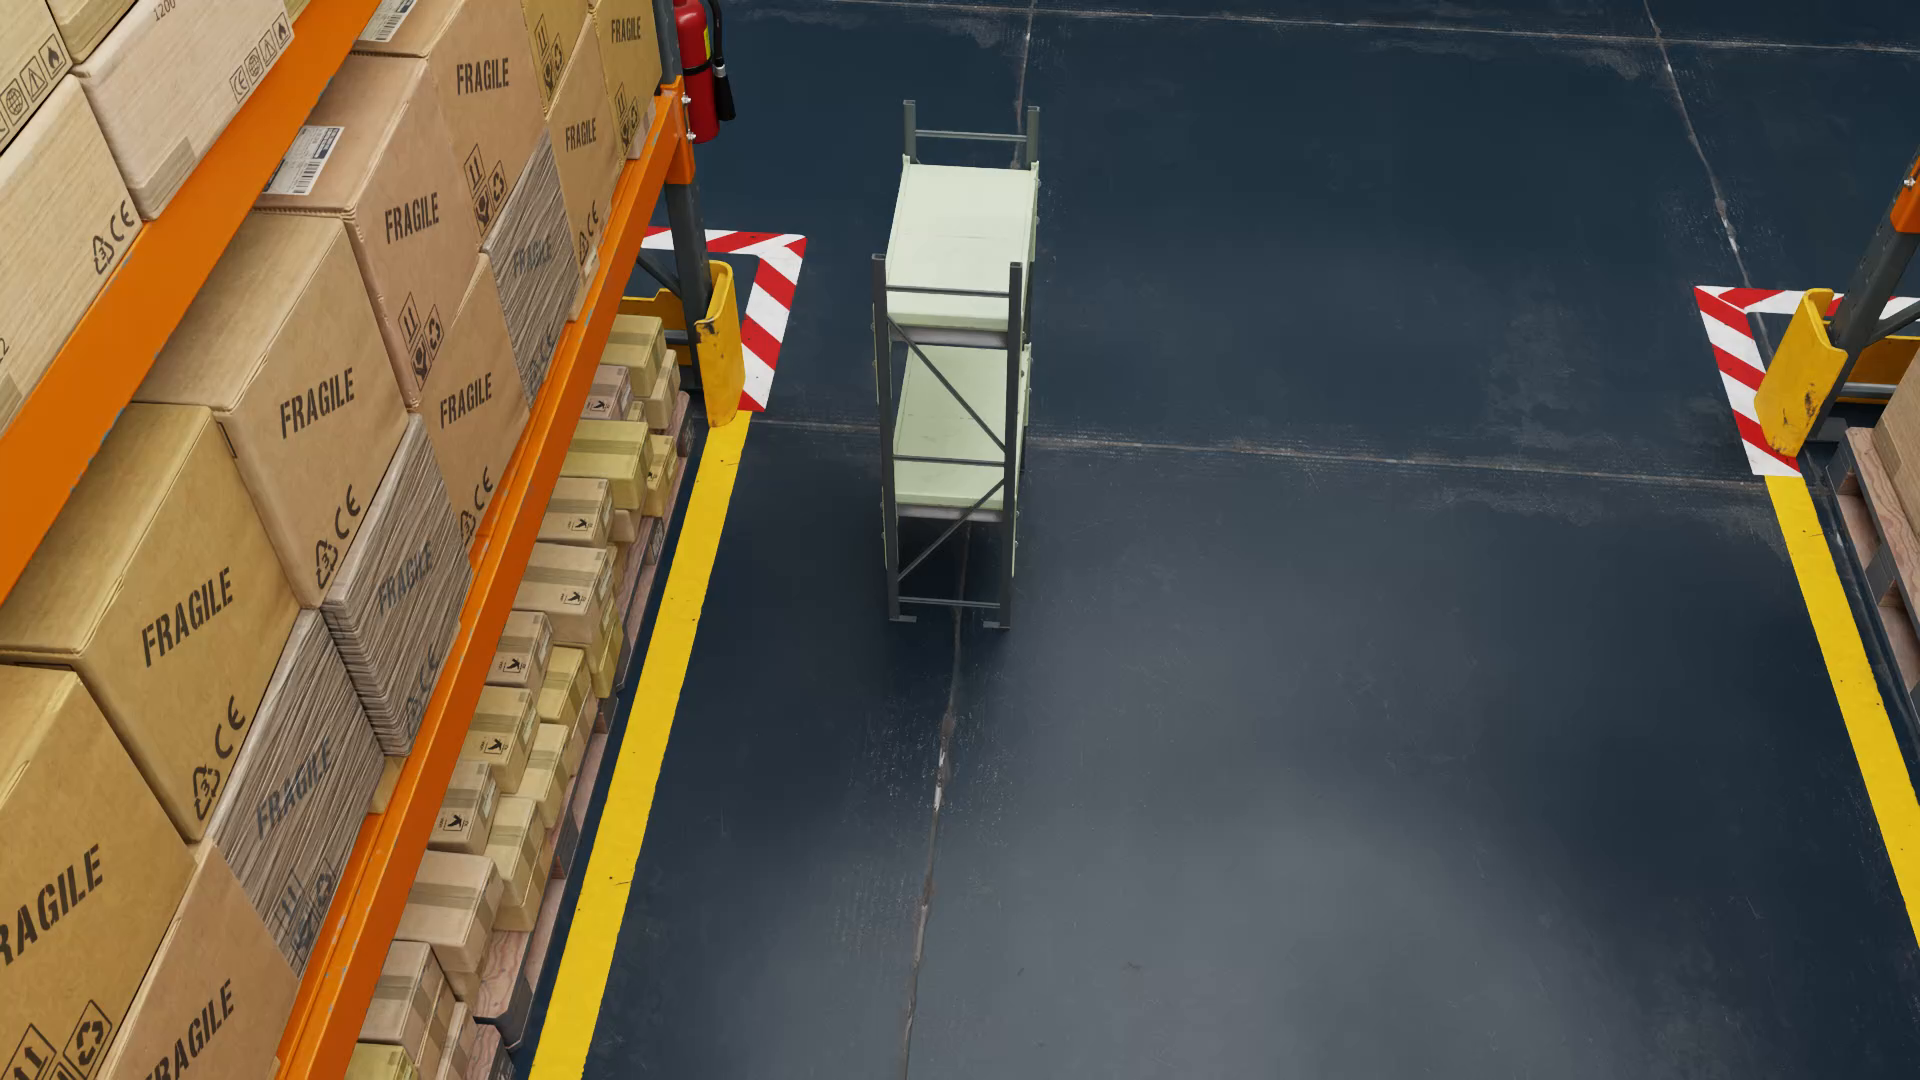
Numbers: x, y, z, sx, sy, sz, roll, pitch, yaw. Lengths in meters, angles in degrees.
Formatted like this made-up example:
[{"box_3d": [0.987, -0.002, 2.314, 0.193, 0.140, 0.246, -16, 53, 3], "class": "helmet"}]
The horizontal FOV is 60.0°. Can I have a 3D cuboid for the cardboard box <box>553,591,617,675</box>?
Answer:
[{"box_3d": [-1.244, 0.245, 4.939, 0.380, 0.149, 0.250, 5, 48, 4], "class": "cardboard box"}]

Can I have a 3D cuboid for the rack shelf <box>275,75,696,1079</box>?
[{"box_3d": [-1.583, 0.067, 4.144, 1.077, 0.370, 4.000, 4, 48, 4], "class": "rack shelf"}]

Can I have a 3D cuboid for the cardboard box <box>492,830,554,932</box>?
[{"box_3d": [-1.334, 0.912, 4.531, 0.380, 0.149, 0.250, 3, 48, 2], "class": "cardboard box"}]

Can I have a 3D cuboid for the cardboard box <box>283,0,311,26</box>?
[{"box_3d": [-1.305, -1.124, 2.815, 0.500, 0.250, 0.500, 6, 48, 5], "class": "cardboard box"}]

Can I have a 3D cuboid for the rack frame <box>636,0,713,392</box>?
[{"box_3d": [-1.400, -1.646, 5.222, 1.000, 3.000, 0.127, 4, 48, 4], "class": "rack frame"}]

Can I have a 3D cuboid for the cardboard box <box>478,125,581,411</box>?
[{"box_3d": [-1.274, -0.681, 4.071, 0.500, 0.500, 0.500, 4, 48, 4], "class": "cardboard box"}]

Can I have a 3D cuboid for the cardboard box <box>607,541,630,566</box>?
[{"box_3d": [-1.273, -0.040, 5.402, 0.380, 0.149, 0.250, 4, 48, 3], "class": "cardboard box"}]

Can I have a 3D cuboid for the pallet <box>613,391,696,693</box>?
[{"box_3d": [-1.516, -0.054, 5.657, 1.003, 0.211, 1.213, 4, 48, 4], "class": "pallet"}]

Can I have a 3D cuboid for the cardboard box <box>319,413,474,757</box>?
[{"box_3d": [-1.349, 0.081, 3.374, 0.500, 0.500, 0.500, 3, 48, 3], "class": "cardboard box"}]

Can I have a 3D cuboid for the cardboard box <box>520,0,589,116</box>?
[{"box_3d": [-1.240, -1.392, 4.043, 0.500, 0.500, 0.500, 2, 48, 2], "class": "cardboard box"}]

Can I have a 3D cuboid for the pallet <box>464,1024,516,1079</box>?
[{"box_3d": [-1.739, 1.739, 4.017, 1.003, 0.211, 1.213, 4, 48, 4], "class": "pallet"}]

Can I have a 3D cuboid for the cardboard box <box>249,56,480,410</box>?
[{"box_3d": [-1.324, -0.620, 3.338, 0.500, 0.500, 0.500, 2, 48, 2], "class": "cardboard box"}]

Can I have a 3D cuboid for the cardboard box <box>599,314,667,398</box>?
[{"box_3d": [-1.196, -0.620, 5.529, 0.380, 0.149, 0.250, 4, 48, 4], "class": "cardboard box"}]

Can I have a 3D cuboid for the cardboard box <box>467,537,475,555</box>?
[{"box_3d": [-1.363, 0.021, 3.868, 0.380, 0.149, 0.250, 5, 48, 5], "class": "cardboard box"}]

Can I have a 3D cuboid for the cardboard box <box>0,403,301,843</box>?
[{"box_3d": [-1.449, 0.125, 2.656, 0.500, 0.500, 0.500, 3, 48, 2], "class": "cardboard box"}]

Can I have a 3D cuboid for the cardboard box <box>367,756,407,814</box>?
[{"box_3d": [-1.373, 0.418, 3.505, 0.380, 0.149, 0.250, 5, 48, 4], "class": "cardboard box"}]

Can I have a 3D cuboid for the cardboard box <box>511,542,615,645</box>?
[{"box_3d": [-1.229, 0.147, 4.827, 0.380, 0.149, 0.250, 5, 48, 5], "class": "cardboard box"}]

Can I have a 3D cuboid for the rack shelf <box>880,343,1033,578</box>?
[{"box_3d": [-0.001, -0.281, 5.433, 0.431, 0.370, 0.720, 4, 48, 4], "class": "rack shelf"}]

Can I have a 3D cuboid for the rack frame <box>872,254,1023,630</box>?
[{"box_3d": [-0.034, -0.232, 4.946, 0.400, 1.500, 0.023, 4, 48, 4], "class": "rack frame"}]

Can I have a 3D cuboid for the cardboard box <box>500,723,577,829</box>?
[{"box_3d": [-1.283, 0.636, 4.581, 0.380, 0.149, 0.250, 4, 48, 4], "class": "cardboard box"}]

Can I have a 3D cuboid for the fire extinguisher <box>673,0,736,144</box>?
[{"box_3d": [-0.918, -1.648, 5.530, 0.296, 0.674, 0.183, 4, 48, 4], "class": "fire extinguisher"}]

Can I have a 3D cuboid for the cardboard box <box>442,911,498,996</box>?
[{"box_3d": [-1.417, 0.997, 4.252, 0.380, 0.149, 0.250, 6, 48, 5], "class": "cardboard box"}]

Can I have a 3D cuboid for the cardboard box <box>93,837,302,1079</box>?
[{"box_3d": [-1.469, 0.812, 2.705, 0.500, 0.500, 0.500, 3, 48, 3], "class": "cardboard box"}]

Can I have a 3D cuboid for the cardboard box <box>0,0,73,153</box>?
[{"box_3d": [-1.432, -0.540, 1.942, 0.500, 0.250, 0.500, 4, 48, 3], "class": "cardboard box"}]

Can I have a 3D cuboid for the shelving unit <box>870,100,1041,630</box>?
[{"box_3d": [-0.001, -0.501, 5.192, 0.431, 1.500, 0.755, 4, 48, 4], "class": "shelving unit"}]

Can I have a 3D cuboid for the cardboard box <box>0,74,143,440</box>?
[{"box_3d": [-1.423, -0.359, 2.115, 0.500, 0.250, 0.500, 3, 48, 3], "class": "cardboard box"}]

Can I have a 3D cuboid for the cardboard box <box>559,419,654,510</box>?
[{"box_3d": [-1.173, -0.240, 5.181, 0.380, 0.149, 0.250, 3, 48, 3], "class": "cardboard box"}]

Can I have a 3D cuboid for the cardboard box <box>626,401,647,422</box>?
[{"box_3d": [-1.242, -0.330, 5.465, 0.380, 0.149, 0.250, 3, 48, 3], "class": "cardboard box"}]

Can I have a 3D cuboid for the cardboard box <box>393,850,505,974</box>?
[{"box_3d": [-1.363, 0.912, 4.128, 0.380, 0.149, 0.250, 5, 48, 4], "class": "cardboard box"}]

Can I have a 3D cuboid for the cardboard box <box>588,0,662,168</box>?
[{"box_3d": [-1.185, -1.432, 4.758, 0.500, 0.500, 0.500, 5, 48, 4], "class": "cardboard box"}]

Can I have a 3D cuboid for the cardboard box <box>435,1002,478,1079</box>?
[{"box_3d": [-1.443, 1.296, 4.179, 0.380, 0.149, 0.250, 3, 48, 3], "class": "cardboard box"}]

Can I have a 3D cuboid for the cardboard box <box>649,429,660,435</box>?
[{"box_3d": [-1.241, -0.425, 5.753, 0.380, 0.149, 0.250, 5, 48, 4], "class": "cardboard box"}]

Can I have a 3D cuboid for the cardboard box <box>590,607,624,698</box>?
[{"box_3d": [-1.243, 0.334, 5.060, 0.380, 0.149, 0.250, 2, 48, 2], "class": "cardboard box"}]

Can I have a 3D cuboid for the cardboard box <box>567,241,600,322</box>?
[{"box_3d": [-1.216, -0.748, 4.571, 0.380, 0.149, 0.250, 5, 48, 5], "class": "cardboard box"}]

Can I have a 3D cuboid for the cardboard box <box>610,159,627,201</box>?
[{"box_3d": [-1.209, -1.122, 4.914, 0.380, 0.149, 0.250, 4, 48, 3], "class": "cardboard box"}]

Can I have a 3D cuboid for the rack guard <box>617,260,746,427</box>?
[{"box_3d": [-1.407, -0.746, 6.094, 1.175, 0.500, 0.348, 4, 48, 4], "class": "rack guard"}]

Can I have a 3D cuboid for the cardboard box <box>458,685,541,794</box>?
[{"box_3d": [-1.359, 0.527, 4.479, 0.380, 0.149, 0.250, 4, 48, 4], "class": "cardboard box"}]

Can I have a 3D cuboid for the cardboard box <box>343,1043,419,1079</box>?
[{"box_3d": [-1.469, 1.286, 3.785, 0.380, 0.149, 0.250, 3, 48, 3], "class": "cardboard box"}]
